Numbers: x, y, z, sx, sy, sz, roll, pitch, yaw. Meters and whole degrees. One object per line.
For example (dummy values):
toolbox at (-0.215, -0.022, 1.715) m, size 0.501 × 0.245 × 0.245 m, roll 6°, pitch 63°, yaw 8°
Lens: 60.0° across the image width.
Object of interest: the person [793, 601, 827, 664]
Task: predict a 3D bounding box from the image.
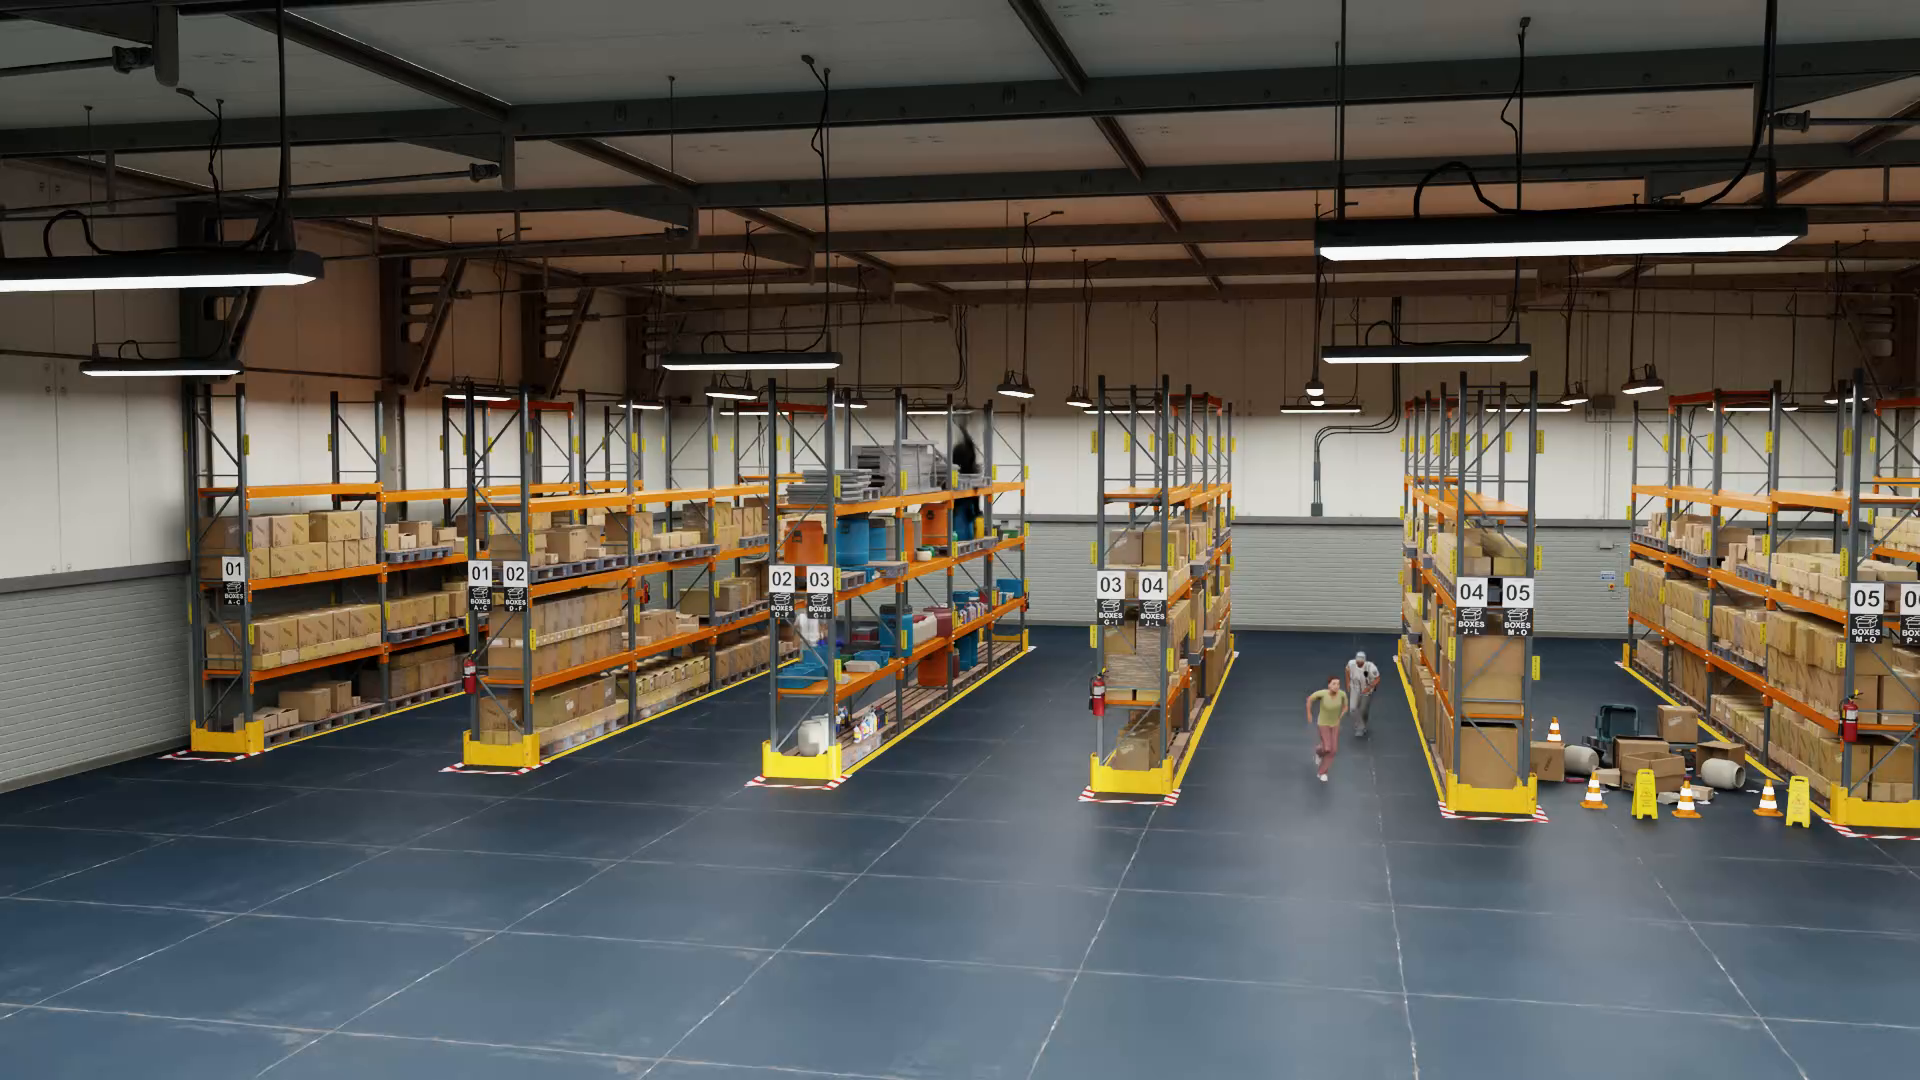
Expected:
person at (-3.147, 2.133, 34.823) m, size 0.701 × 1.759 × 0.892 m, roll 0°, pitch 3°, yaw 5°

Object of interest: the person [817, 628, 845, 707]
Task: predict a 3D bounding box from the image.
person at (-2.446, 2.434, 31.346) m, size 0.561 × 1.580 × 0.671 m, roll 1°, pitch 3°, yaw 18°

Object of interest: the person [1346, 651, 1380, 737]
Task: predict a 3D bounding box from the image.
person at (6.992, 2.637, 28.807) m, size 0.610 × 1.518 × 1.100 m, roll 1°, pitch 4°, yaw 24°

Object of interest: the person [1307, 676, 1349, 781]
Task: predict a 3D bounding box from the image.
person at (5.505, 2.798, 24.820) m, size 0.570 × 1.597 × 0.673 m, roll -1°, pitch 3°, yaw -12°
